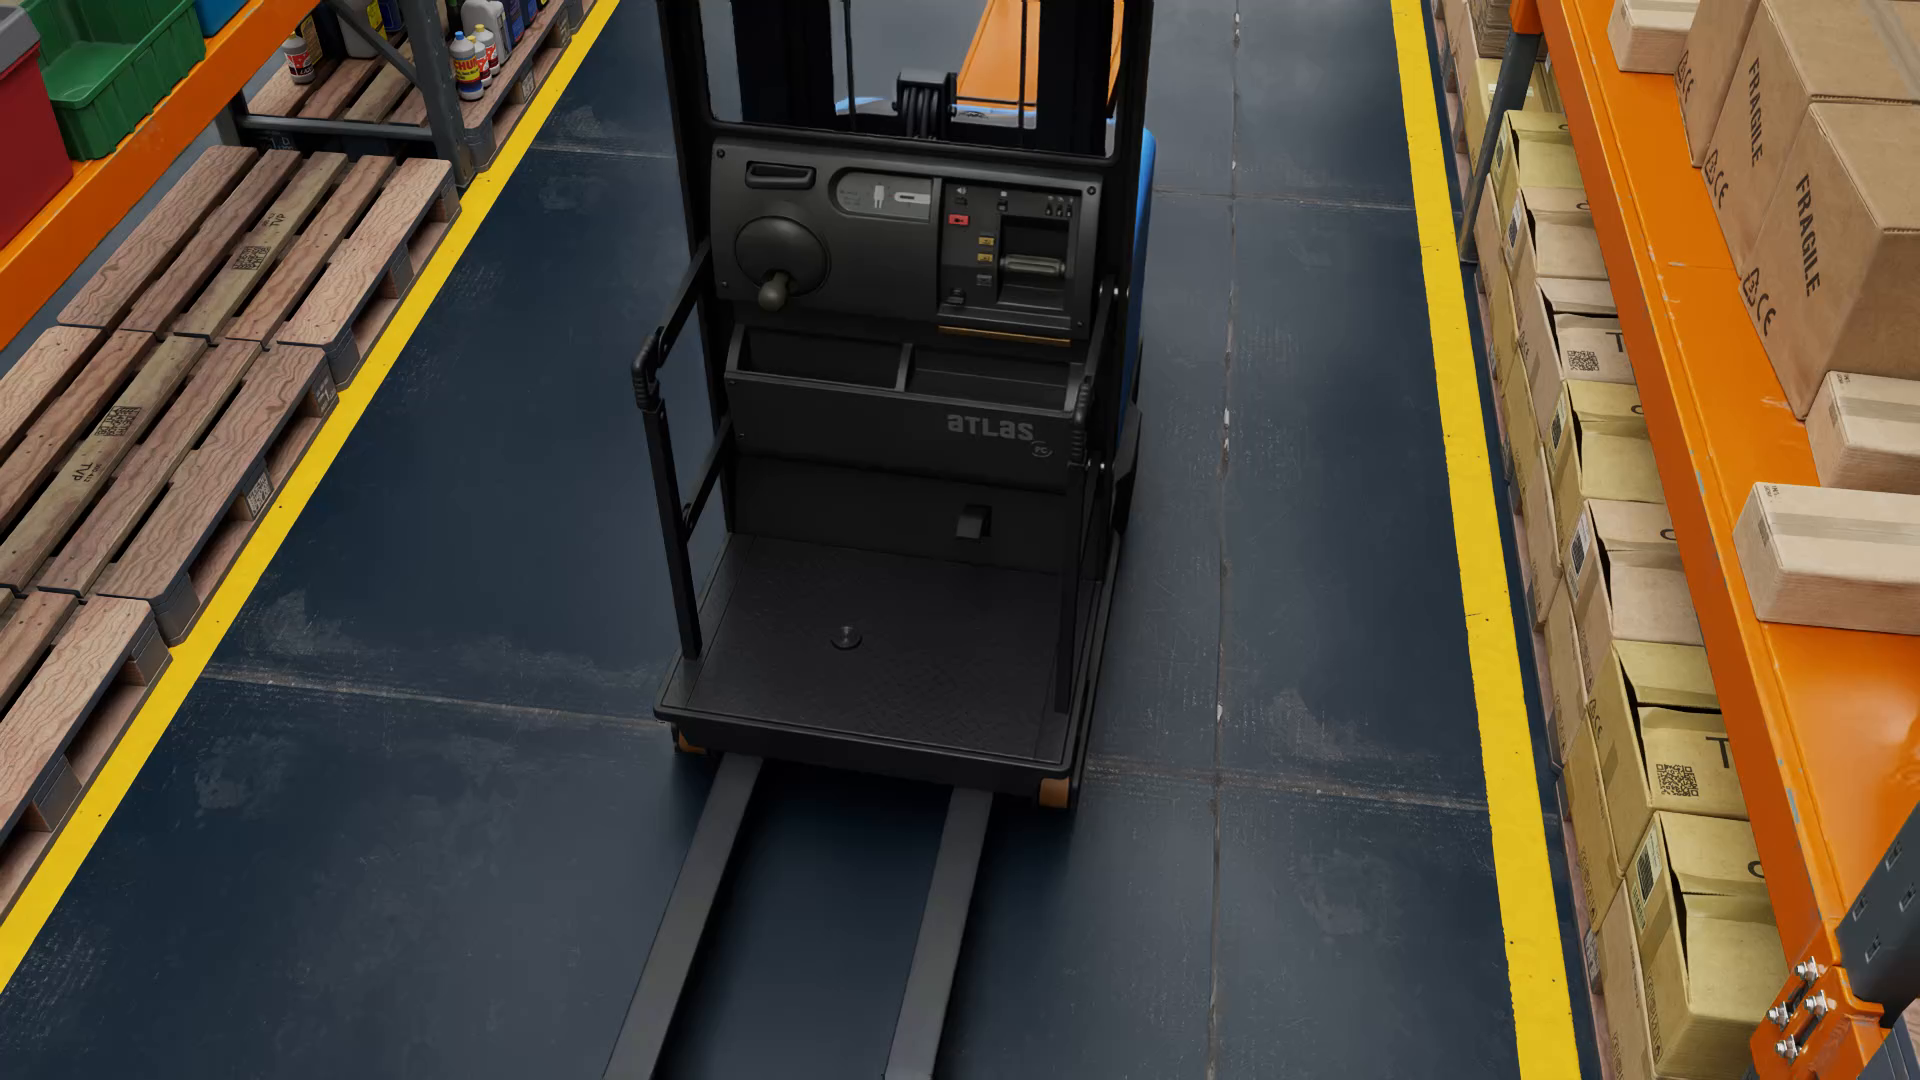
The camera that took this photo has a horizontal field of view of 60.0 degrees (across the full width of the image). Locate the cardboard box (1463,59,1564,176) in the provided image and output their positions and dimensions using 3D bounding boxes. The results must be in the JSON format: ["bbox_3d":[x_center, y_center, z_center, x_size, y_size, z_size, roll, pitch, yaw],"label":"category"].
[{"bbox_3d":[2.261,-1.632,6.486,0.500,0.250,0.500,5,44,6],"label":"cardboard box"}]

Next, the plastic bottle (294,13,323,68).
[{"bbox_3d":[-2.756,-2.126,6.969,0.061,0.283,0.133,7,44,8],"label":"plastic bottle"}]

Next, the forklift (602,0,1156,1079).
[{"bbox_3d":[-0.174,-0.620,3.773,1.130,2.935,3.031,7,44,8],"label":"forklift"}]

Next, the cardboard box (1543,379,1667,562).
[{"bbox_3d":[1.913,-0.193,4.559,0.500,0.311,0.500,6,44,7],"label":"cardboard box"}]

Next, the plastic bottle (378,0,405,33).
[{"bbox_3d":[-2.518,-2.365,7.227,0.152,0.276,0.135,5,44,6],"label":"plastic bottle"}]

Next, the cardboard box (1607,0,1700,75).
[{"bbox_3d":[2.097,-1.466,4.799,0.380,0.149,0.250,5,44,6],"label":"cardboard box"}]

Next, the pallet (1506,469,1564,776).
[{"bbox_3d":[2.199,0.210,4.875,1.003,0.211,1.213,5,44,6],"label":"pallet"}]

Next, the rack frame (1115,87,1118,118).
[{"bbox_3d":[0.382,-1.694,6.221,0.500,1.125,0.032,7,44,8],"label":"rack frame"}]

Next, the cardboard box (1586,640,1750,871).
[{"bbox_3d":[1.775,0.492,3.835,0.500,0.311,0.500,5,44,5],"label":"cardboard box"}]

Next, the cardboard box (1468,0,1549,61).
[{"bbox_3d":[2.339,-2.244,6.587,0.500,0.500,0.500,5,44,6],"label":"cardboard box"}]

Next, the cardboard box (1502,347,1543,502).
[{"bbox_3d":[1.983,-0.342,5.124,0.500,0.250,0.500,4,44,4],"label":"cardboard box"}]

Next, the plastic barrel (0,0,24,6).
[{"bbox_3d":[-2.820,-1.657,4.918,0.301,0.262,0.301,0,43,0],"label":"plastic barrel"}]

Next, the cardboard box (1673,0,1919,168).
[{"bbox_3d":[2.229,-1.297,4.366,0.500,0.500,0.500,8,44,9],"label":"cardboard box"}]

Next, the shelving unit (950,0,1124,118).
[{"bbox_3d":[0.287,-1.350,5.858,0.538,1.125,1.048,7,44,8],"label":"shelving unit"}]

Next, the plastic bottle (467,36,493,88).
[{"bbox_3d":[-2.003,-1.985,6.880,0.097,0.201,0.097,0,43,0],"label":"plastic bottle"}]

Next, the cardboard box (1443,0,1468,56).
[{"bbox_3d":[2.389,-2.314,7.207,0.500,0.250,0.500,5,44,6],"label":"cardboard box"}]

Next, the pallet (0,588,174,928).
[{"bbox_3d":[-2.881,0.619,4.442,1.003,0.211,1.213,5,44,6],"label":"pallet"}]

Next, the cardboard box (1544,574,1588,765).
[{"bbox_3d":[1.850,0.355,4.388,0.500,0.250,0.500,6,44,6],"label":"cardboard box"}]

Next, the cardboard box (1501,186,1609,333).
[{"bbox_3d":[2.044,-0.900,5.305,0.500,0.311,0.500,5,44,5],"label":"cardboard box"}]

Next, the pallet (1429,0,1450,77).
[{"bbox_3d":[2.722,-2.502,7.738,1.003,0.211,1.213,5,44,6],"label":"pallet"}]

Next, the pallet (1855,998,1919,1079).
[{"bbox_3d":[1.868,1.122,2.023,1.213,0.211,1.003,5,44,6],"label":"pallet"}]

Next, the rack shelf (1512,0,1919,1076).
[{"bbox_3d":[2.152,-0.518,4.138,1.077,0.370,4.000,5,44,6],"label":"rack shelf"}]

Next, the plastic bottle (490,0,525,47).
[{"bbox_3d":[-1.975,-2.305,7.109,0.144,0.351,0.185,6,44,7],"label":"plastic bottle"}]

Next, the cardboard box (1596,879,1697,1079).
[{"bbox_3d":[1.715,1.049,3.655,0.500,0.250,0.500,6,44,7],"label":"cardboard box"}]

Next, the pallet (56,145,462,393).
[{"bbox_3d":[-2.558,-1.044,6.199,1.003,0.211,1.213,5,44,6],"label":"pallet"}]

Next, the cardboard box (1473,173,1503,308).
[{"bbox_3d":[2.118,-1.044,5.865,0.500,0.250,0.500,4,44,5],"label":"cardboard box"}]

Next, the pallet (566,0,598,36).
[{"bbox_3d":[-2.204,-2.870,8.128,1.003,0.211,1.213,5,44,6],"label":"pallet"}]

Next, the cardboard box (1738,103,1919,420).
[{"bbox_3d":[2.093,-0.597,3.626,0.500,0.500,0.500,3,44,3],"label":"cardboard box"}]

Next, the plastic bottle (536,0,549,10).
[{"bbox_3d":[-1.887,-2.518,7.383,0.061,0.283,0.133,7,44,7],"label":"plastic bottle"}]

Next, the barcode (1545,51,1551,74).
[{"bbox_3d":[1.970,-1.607,5.565,0.001,0.075,0.075,5,44,6],"label":"barcode"}]

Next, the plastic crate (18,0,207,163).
[{"bbox_3d":[-2.443,-1.305,4.601,0.450,0.188,0.662,5,44,6],"label":"plastic crate"}]

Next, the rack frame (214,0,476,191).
[{"bbox_3d":[-2.493,-2.595,5.809,1.000,3.000,0.127,5,44,6],"label":"rack frame"}]

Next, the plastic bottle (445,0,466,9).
[{"bbox_3d":[-2.118,-2.318,7.123,0.144,0.351,0.185,5,44,6],"label":"plastic bottle"}]
